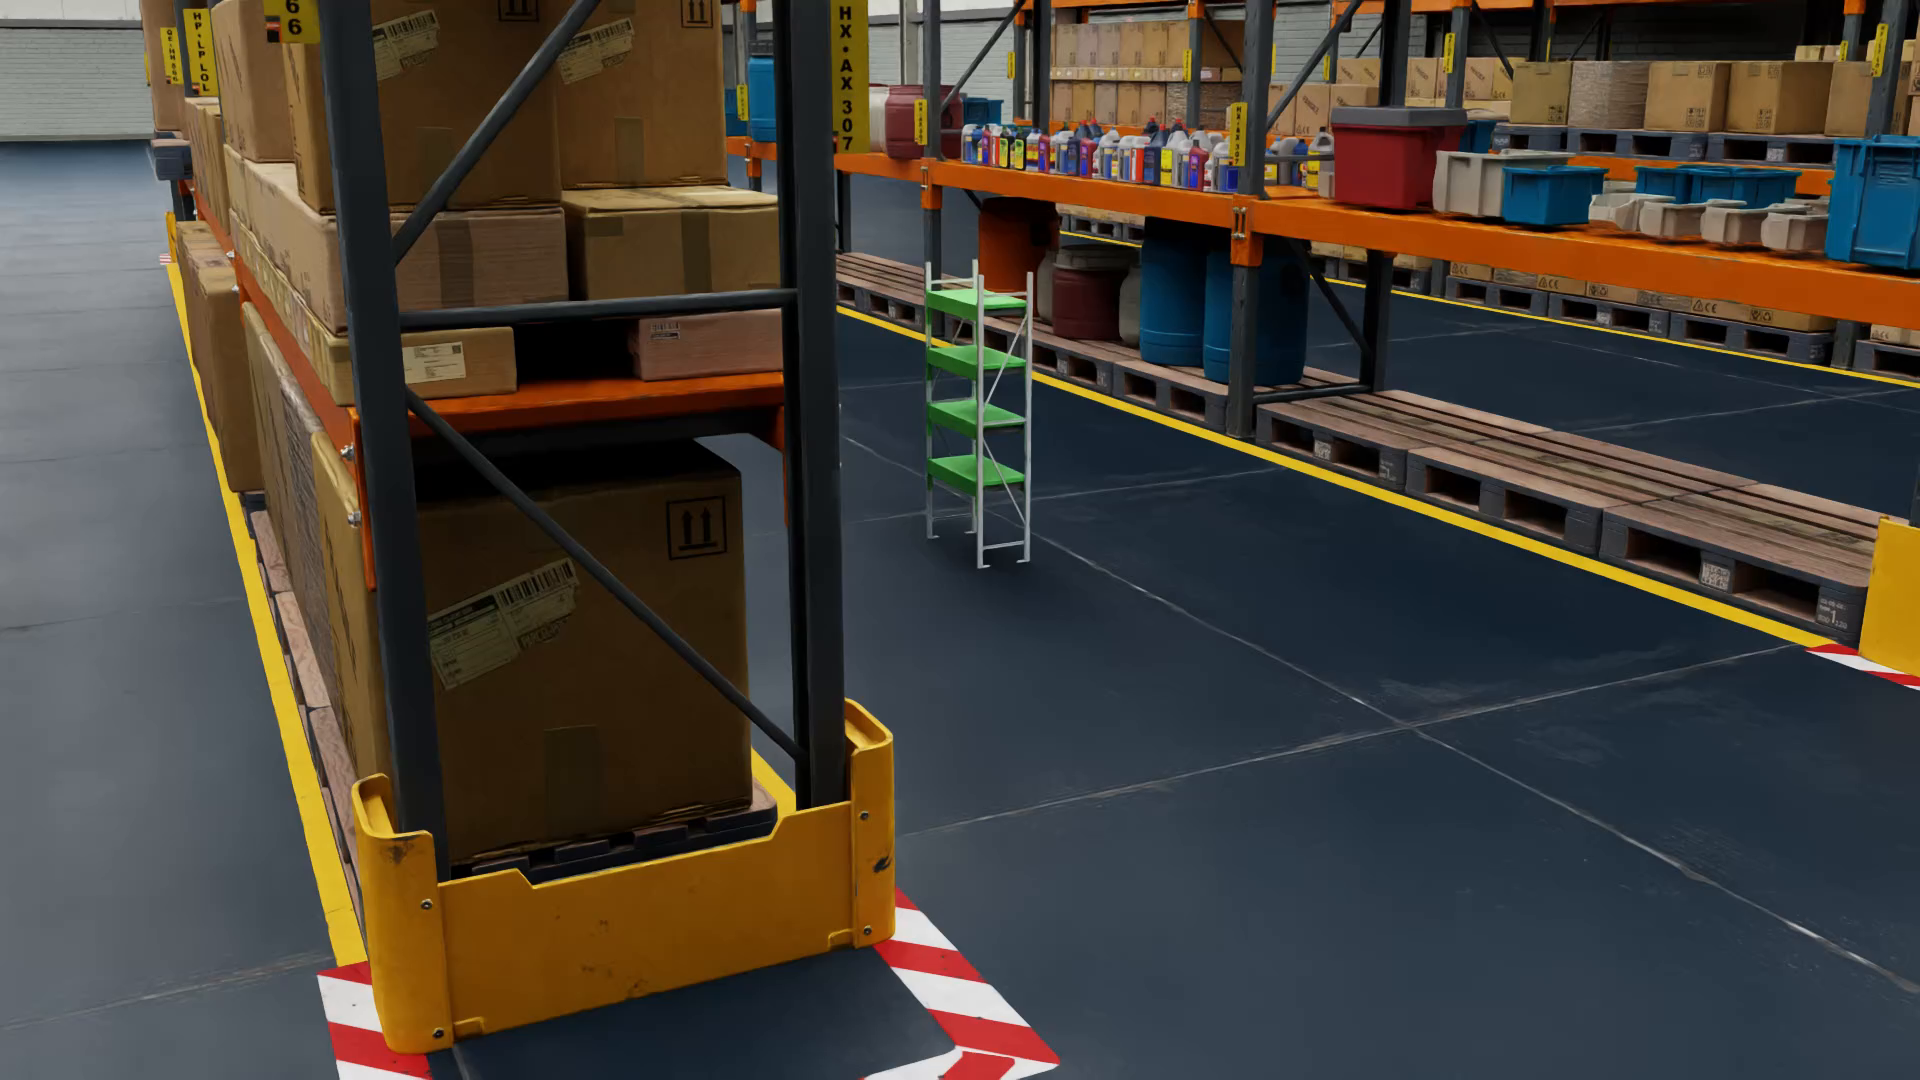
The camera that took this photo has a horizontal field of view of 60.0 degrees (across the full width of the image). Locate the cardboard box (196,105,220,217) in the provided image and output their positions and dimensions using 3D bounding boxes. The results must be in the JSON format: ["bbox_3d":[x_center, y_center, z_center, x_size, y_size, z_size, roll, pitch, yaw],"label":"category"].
[{"bbox_3d":[-3.392,-1.850,8.077,0.500,0.500,0.500,-8,18,-26],"label":"cardboard box"}]

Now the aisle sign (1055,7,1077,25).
[{"bbox_3d":[1.389,-6.939,21.281,0.394,0.787,0.004,-8,18,-25],"label":"aisle sign"}]

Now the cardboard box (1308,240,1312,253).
[{"bbox_3d":[3.534,-3.015,16.543,0.500,0.250,0.500,-7,18,-24],"label":"cardboard box"}]

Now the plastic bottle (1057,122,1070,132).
[{"bbox_3d":[0.765,-2.952,12.311,0.061,0.283,0.133,-8,18,-25],"label":"plastic bottle"}]

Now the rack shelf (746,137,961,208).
[{"bbox_3d":[-0.672,-3.207,14.292,1.077,0.370,4.000,-8,18,-25],"label":"rack shelf"}]

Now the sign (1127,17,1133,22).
[{"bbox_3d":[3.098,-9.402,30.373,0.001,0.298,0.199,-8,18,-25],"label":"sign"}]

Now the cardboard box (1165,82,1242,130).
[{"bbox_3d":[2.706,-4.803,18.370,0.700,0.500,0.500,-8,18,-26],"label":"cardboard box"}]

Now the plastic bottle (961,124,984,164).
[{"bbox_3d":[0.103,-2.851,11.971,0.152,0.276,0.135,-8,18,-25],"label":"plastic bottle"}]

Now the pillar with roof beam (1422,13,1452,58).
[{"bbox_3d":[2.819,-8.532,20.668,9.100,9.000,0.400,-8,18,-25],"label":"pillar with roof beam"}]

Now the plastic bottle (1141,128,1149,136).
[{"bbox_3d":[1.217,-2.605,11.103,0.061,0.283,0.133,-8,18,-25],"label":"plastic bottle"}]

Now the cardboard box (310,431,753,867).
[{"bbox_3d":[-1.096,0.196,4.221,0.875,0.875,0.875,-8,18,-25],"label":"cardboard box"}]

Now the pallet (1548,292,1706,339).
[{"bbox_3d":[5.482,-1.822,13.218,1.003,0.211,1.213,-8,18,-25],"label":"pallet"}]

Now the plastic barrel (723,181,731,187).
[{"bbox_3d":[-2.724,-3.768,18.692,0.421,0.512,0.421,0,16,0],"label":"plastic barrel"}]

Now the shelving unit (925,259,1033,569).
[{"bbox_3d":[0.073,-0.536,6.942,0.258,1.200,0.503,-8,18,-25],"label":"shelving unit"}]

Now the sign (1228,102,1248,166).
[{"bbox_3d":[1.461,-2.132,8.740,0.100,0.325,0.005,-8,18,-25],"label":"sign"}]

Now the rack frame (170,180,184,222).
[{"bbox_3d":[-7.753,-4.442,17.291,1.000,3.000,0.127,-8,18,-25],"label":"rack frame"}]

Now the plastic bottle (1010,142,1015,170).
[{"bbox_3d":[0.390,-2.635,11.355,0.097,0.201,0.097,0,16,0],"label":"plastic bottle"}]

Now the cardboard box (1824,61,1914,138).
[{"bbox_3d":[6.404,-3.057,11.522,0.500,0.500,0.700,15,22,42],"label":"cardboard box"}]

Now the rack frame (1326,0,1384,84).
[{"bbox_3d":[5.605,-6.238,23.549,1.000,3.000,0.127,-8,18,-25],"label":"rack frame"}]

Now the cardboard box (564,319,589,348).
[{"bbox_3d":[-0.829,-0.609,4.389,0.380,0.149,0.250,-8,18,-26],"label":"cardboard box"}]

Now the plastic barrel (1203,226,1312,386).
[{"bbox_3d":[1.733,-1.395,9.717,0.600,0.901,0.708,-8,18,-25],"label":"plastic barrel"}]

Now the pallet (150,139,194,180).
[{"bbox_3d":[-4.656,-2.530,10.976,1.213,0.211,1.003,-8,18,-25],"label":"pallet"}]

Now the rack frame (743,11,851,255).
[{"bbox_3d":[-1.548,-4.049,15.921,1.000,3.000,0.127,-8,18,-25],"label":"rack frame"}]

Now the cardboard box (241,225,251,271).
[{"bbox_3d":[-2.318,-1.037,5.881,0.380,0.149,0.250,-8,18,-26],"label":"cardboard box"}]

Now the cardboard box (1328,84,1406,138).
[{"bbox_3d":[3.909,-4.116,15.976,0.500,0.500,0.500,-9,18,-28],"label":"cardboard box"}]

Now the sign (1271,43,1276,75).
[{"bbox_3d":[3.389,-5.233,18.091,0.100,0.325,0.005,-8,18,-25],"label":"sign"}]

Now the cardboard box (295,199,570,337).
[{"bbox_3d":[-1.195,-0.633,3.753,0.500,0.250,0.500,-8,18,-26],"label":"cardboard box"}]

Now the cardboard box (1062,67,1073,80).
[{"bbox_3d":[1.467,-5.685,20.264,0.380,0.149,0.250,-8,18,-26],"label":"cardboard box"}]

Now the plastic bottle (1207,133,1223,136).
[{"bbox_3d":[1.589,-2.453,10.586,0.152,0.276,0.135,-8,18,-25],"label":"plastic bottle"}]

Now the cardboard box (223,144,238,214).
[{"bbox_3d":[-2.526,-1.389,6.386,0.500,0.250,0.500,-8,18,-26],"label":"cardboard box"}]

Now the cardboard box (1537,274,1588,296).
[{"bbox_3d":[5.050,-2.263,13.432,0.500,0.500,0.500,-8,18,-26],"label":"cardboard box"}]

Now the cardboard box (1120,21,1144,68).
[{"bbox_3d":[2.265,-5.676,19.060,0.700,0.500,0.500,-8,18,-25],"label":"cardboard box"}]

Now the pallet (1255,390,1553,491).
[{"bbox_3d":[2.313,-0.547,8.774,1.003,0.211,1.213,-8,18,-25],"label":"pallet"}]

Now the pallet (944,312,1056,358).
[{"bbox_3d":[0.587,-1.526,12.185,1.003,0.211,1.213,-8,18,-25],"label":"pallet"}]

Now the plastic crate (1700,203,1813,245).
[{"bbox_3d":[3.075,-1.229,6.465,0.396,0.136,0.243,-8,18,-25],"label":"plastic crate"}]

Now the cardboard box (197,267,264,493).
[{"bbox_3d":[-2.794,-0.803,7.702,1.225,0.875,0.875,-8,18,-25],"label":"cardboard box"}]

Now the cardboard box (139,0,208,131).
[{"bbox_3d":[-5.779,-3.726,12.949,1.000,1.000,1.000,-8,18,-25],"label":"cardboard box"}]

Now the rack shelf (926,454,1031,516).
[{"bbox_3d":[0.073,-0.244,7.026,0.258,0.148,0.480,-8,18,-25],"label":"rack shelf"}]

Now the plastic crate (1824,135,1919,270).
[{"bbox_3d":[3.394,-1.179,5.749,0.616,0.435,0.499,-8,18,-25],"label":"plastic crate"}]

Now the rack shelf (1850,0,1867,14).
[{"bbox_3d":[9.986,-4.854,14.593,1.077,0.370,4.000,-8,18,-25],"label":"rack shelf"}]

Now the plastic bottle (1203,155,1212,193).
[{"bbox_3d":[1.418,-2.053,9.329,0.097,0.201,0.097,0,16,0],"label":"plastic bottle"}]

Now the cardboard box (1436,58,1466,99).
[{"bbox_3d":[6.437,-5.873,21.154,0.500,0.500,0.500,-8,18,-26],"label":"cardboard box"}]

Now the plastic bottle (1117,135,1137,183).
[{"bbox_3d":[1.053,-2.313,10.097,0.152,0.276,0.135,-8,18,-25],"label":"plastic bottle"}]

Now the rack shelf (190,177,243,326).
[{"bbox_3d":[-3.372,-1.616,8.750,1.077,0.370,4.000,-8,18,-25],"label":"rack shelf"}]

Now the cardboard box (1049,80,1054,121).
[{"bbox_3d":[1.347,-5.569,21.037,0.700,0.500,0.500,-8,18,-25],"label":"cardboard box"}]

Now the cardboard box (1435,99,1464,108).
[{"bbox_3d":[6.432,-5.511,21.254,0.500,0.250,0.500,-8,18,-25],"label":"cardboard box"}]

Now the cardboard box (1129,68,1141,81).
[{"bbox_3d":[2.150,-5.300,18.925,0.380,0.149,0.250,-8,18,-25],"label":"cardboard box"}]

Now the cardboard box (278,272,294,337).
[{"bbox_3d":[-1.644,-0.655,4.552,0.380,0.149,0.250,-8,18,-26],"label":"cardboard box"}]

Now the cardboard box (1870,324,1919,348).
[{"bbox_3d":[6.400,-1.451,10.947,0.500,0.311,0.500,-8,18,-25],"label":"cardboard box"}]

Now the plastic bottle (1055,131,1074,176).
[{"bbox_3d":[0.711,-2.507,10.773,0.152,0.276,0.135,-8,18,-25],"label":"plastic bottle"}]

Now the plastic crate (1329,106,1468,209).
[{"bbox_3d":[2.122,-1.873,8.114,0.402,0.464,0.583,-8,18,-25],"label":"plastic crate"}]

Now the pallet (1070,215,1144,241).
[{"bbox_3d":[2.057,-3.811,20.148,1.003,0.211,1.213,-8,18,-25],"label":"pallet"}]

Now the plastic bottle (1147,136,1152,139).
[{"bbox_3d":[1.157,-2.330,10.167,0.097,0.271,0.097,0,16,0],"label":"plastic bottle"}]

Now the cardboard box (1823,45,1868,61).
[{"bbox_3d":[8.932,-4.907,16.758,0.380,0.149,0.250,-10,19,-32],"label":"cardboard box"}]

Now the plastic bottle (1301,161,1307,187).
[{"bbox_3d":[2.054,-2.171,9.739,0.097,0.201,0.097,0,16,0],"label":"plastic bottle"}]

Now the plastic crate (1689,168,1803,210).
[{"bbox_3d":[3.320,-1.449,7.056,0.416,0.233,0.300,-8,18,-25],"label":"plastic crate"}]
